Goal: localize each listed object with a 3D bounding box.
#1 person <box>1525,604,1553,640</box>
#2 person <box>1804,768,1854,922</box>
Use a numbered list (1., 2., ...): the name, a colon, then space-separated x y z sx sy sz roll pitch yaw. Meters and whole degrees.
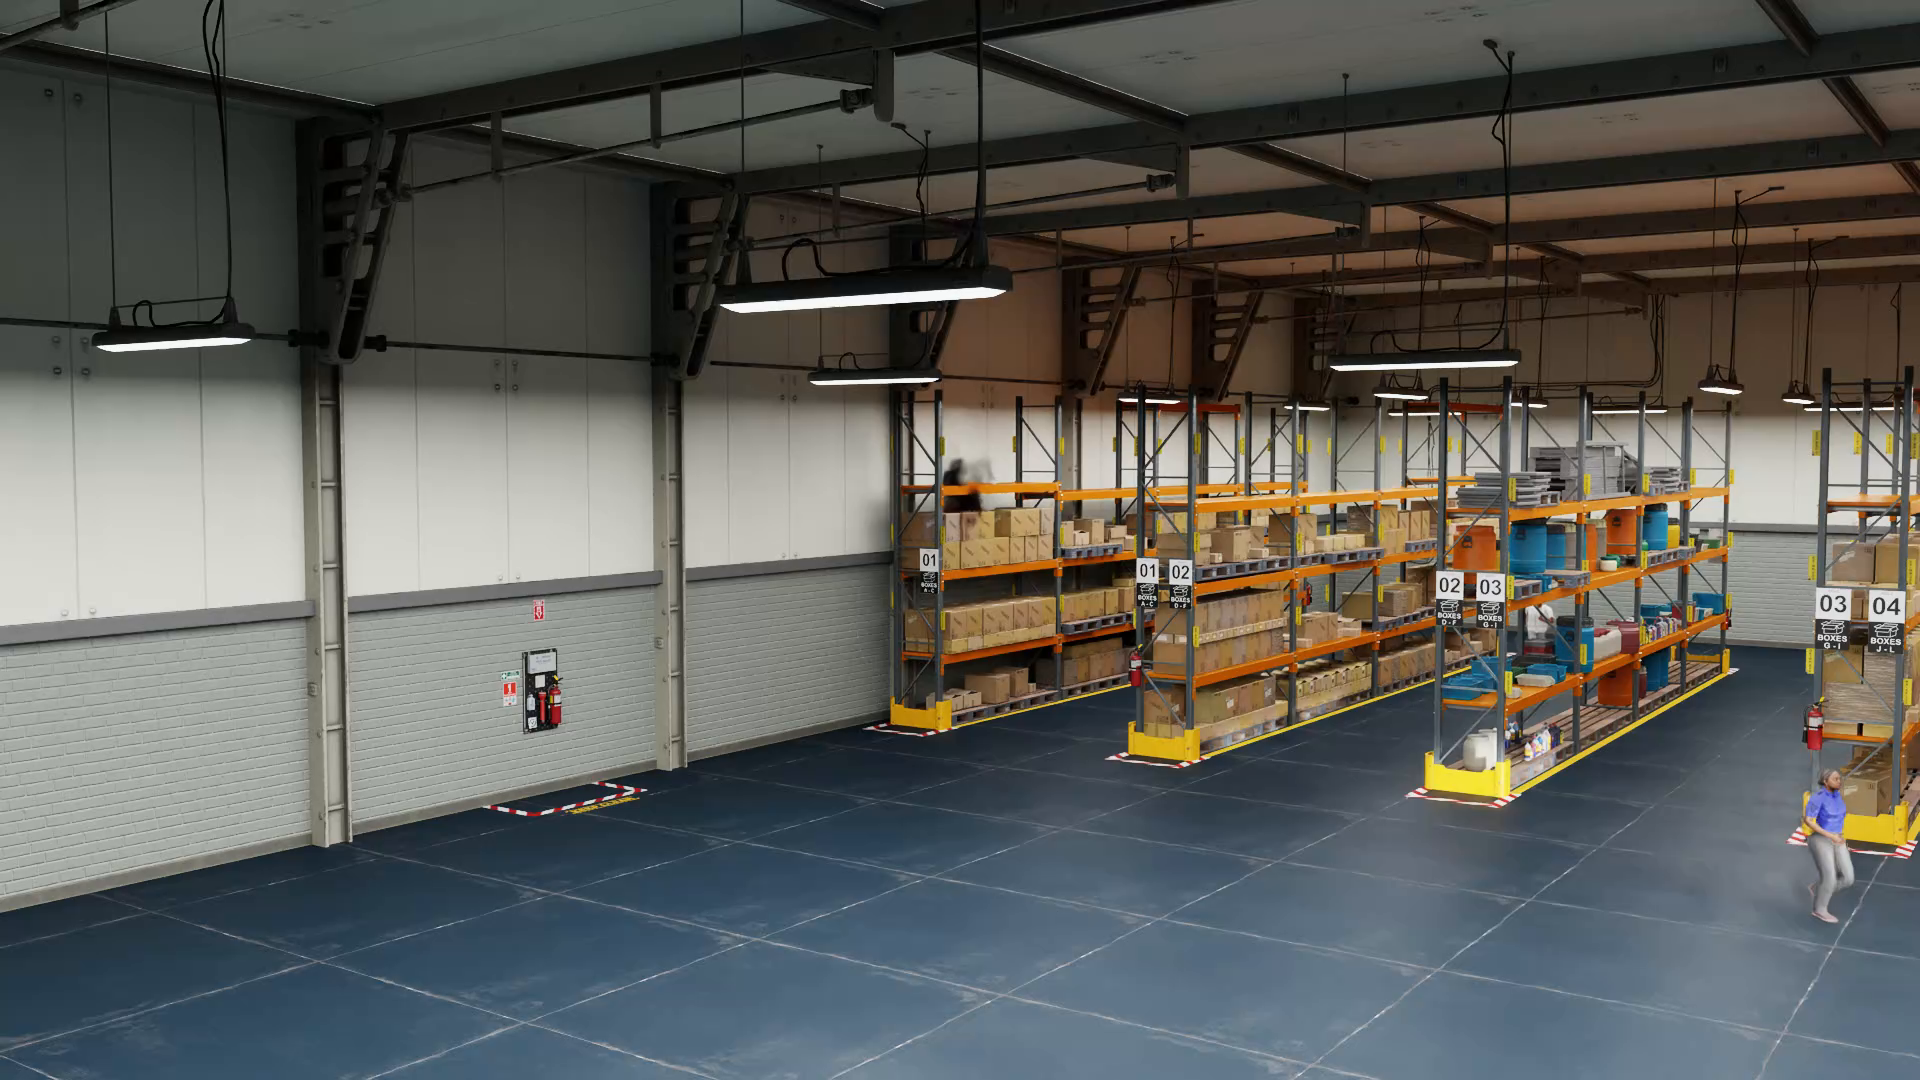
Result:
1. person: 12.732 2.039 36.696 0.686 1.807 0.876 1 4 24
2. person: 9.155 3.202 17.516 0.581 1.606 0.515 -2 4 -25
